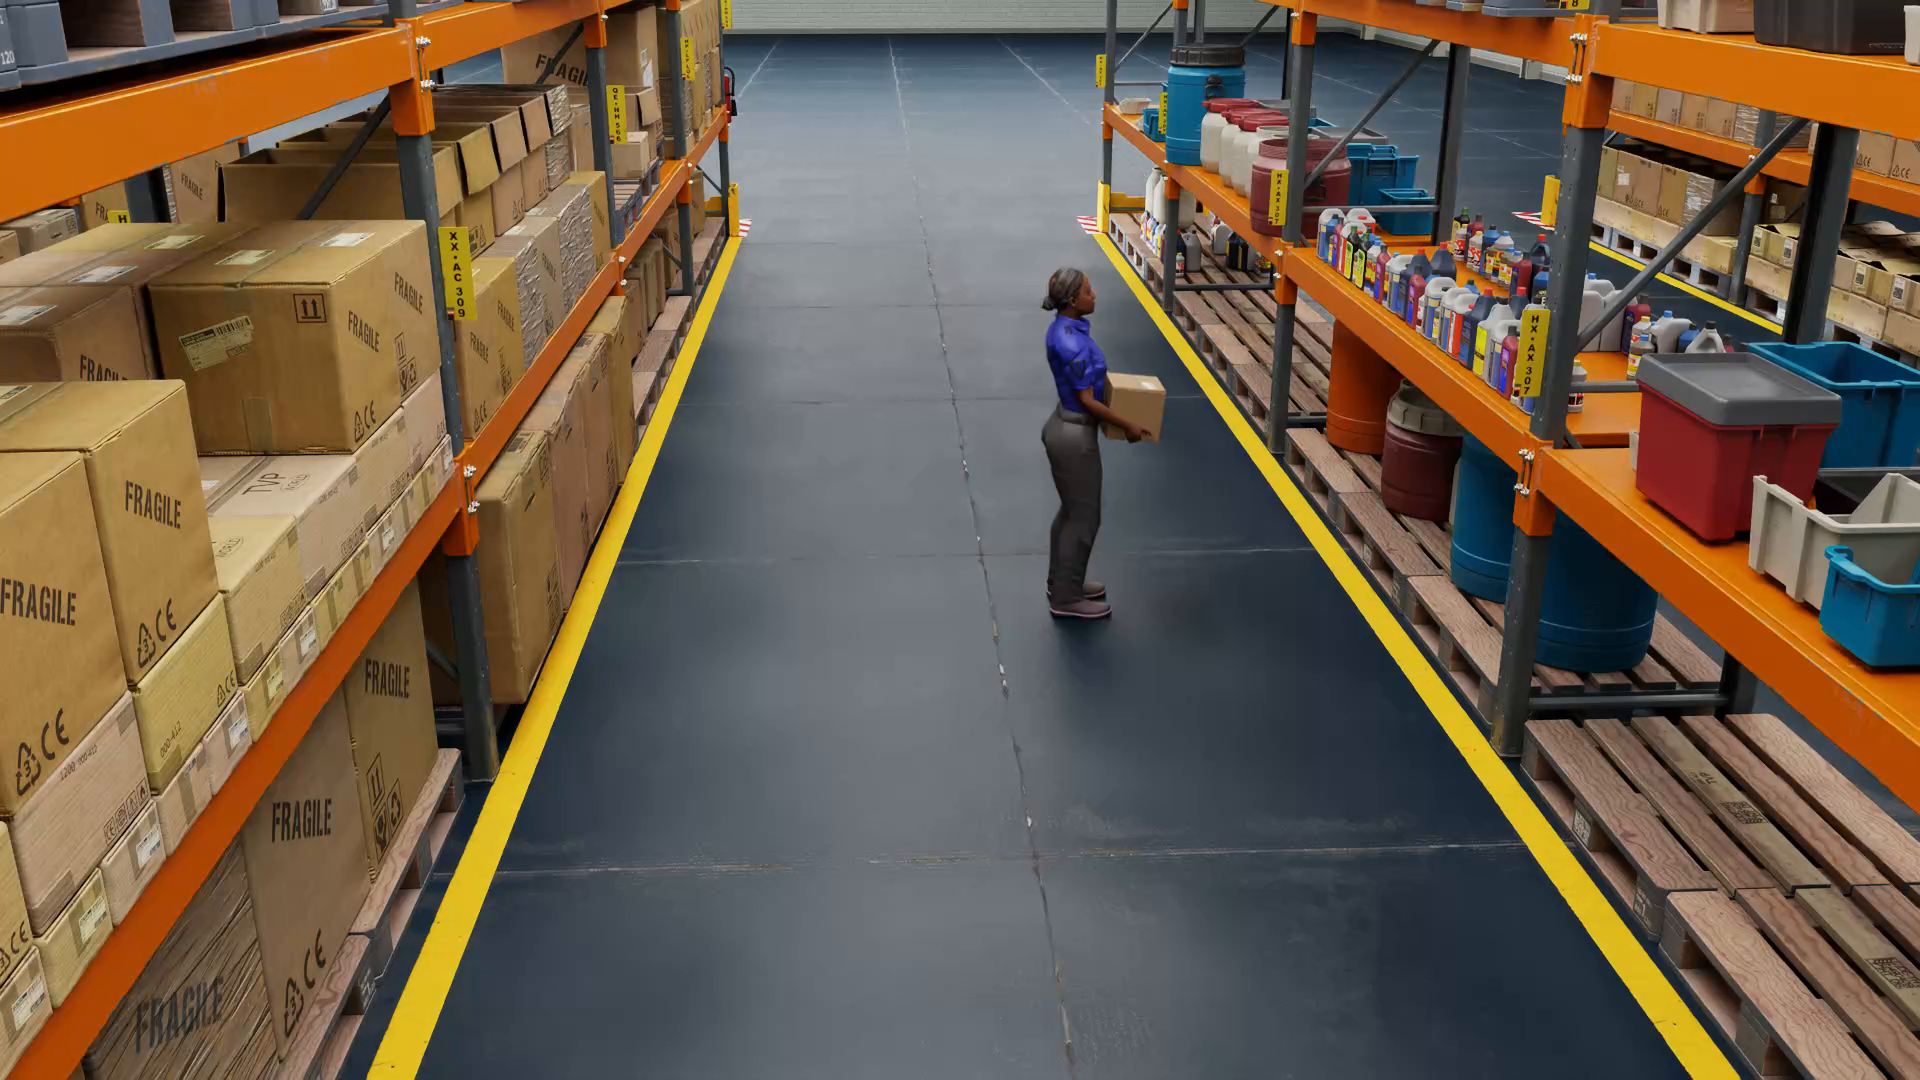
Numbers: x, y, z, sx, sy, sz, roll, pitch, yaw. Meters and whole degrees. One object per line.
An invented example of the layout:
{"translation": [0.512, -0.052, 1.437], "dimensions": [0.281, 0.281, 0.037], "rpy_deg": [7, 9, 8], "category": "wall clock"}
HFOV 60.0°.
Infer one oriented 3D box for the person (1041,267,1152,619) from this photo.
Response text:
{"translation": [0.627, -0.460, 7.818], "dimensions": [0.509, 1.651, 0.455], "rpy_deg": [-1, 21, -3], "category": "person"}
